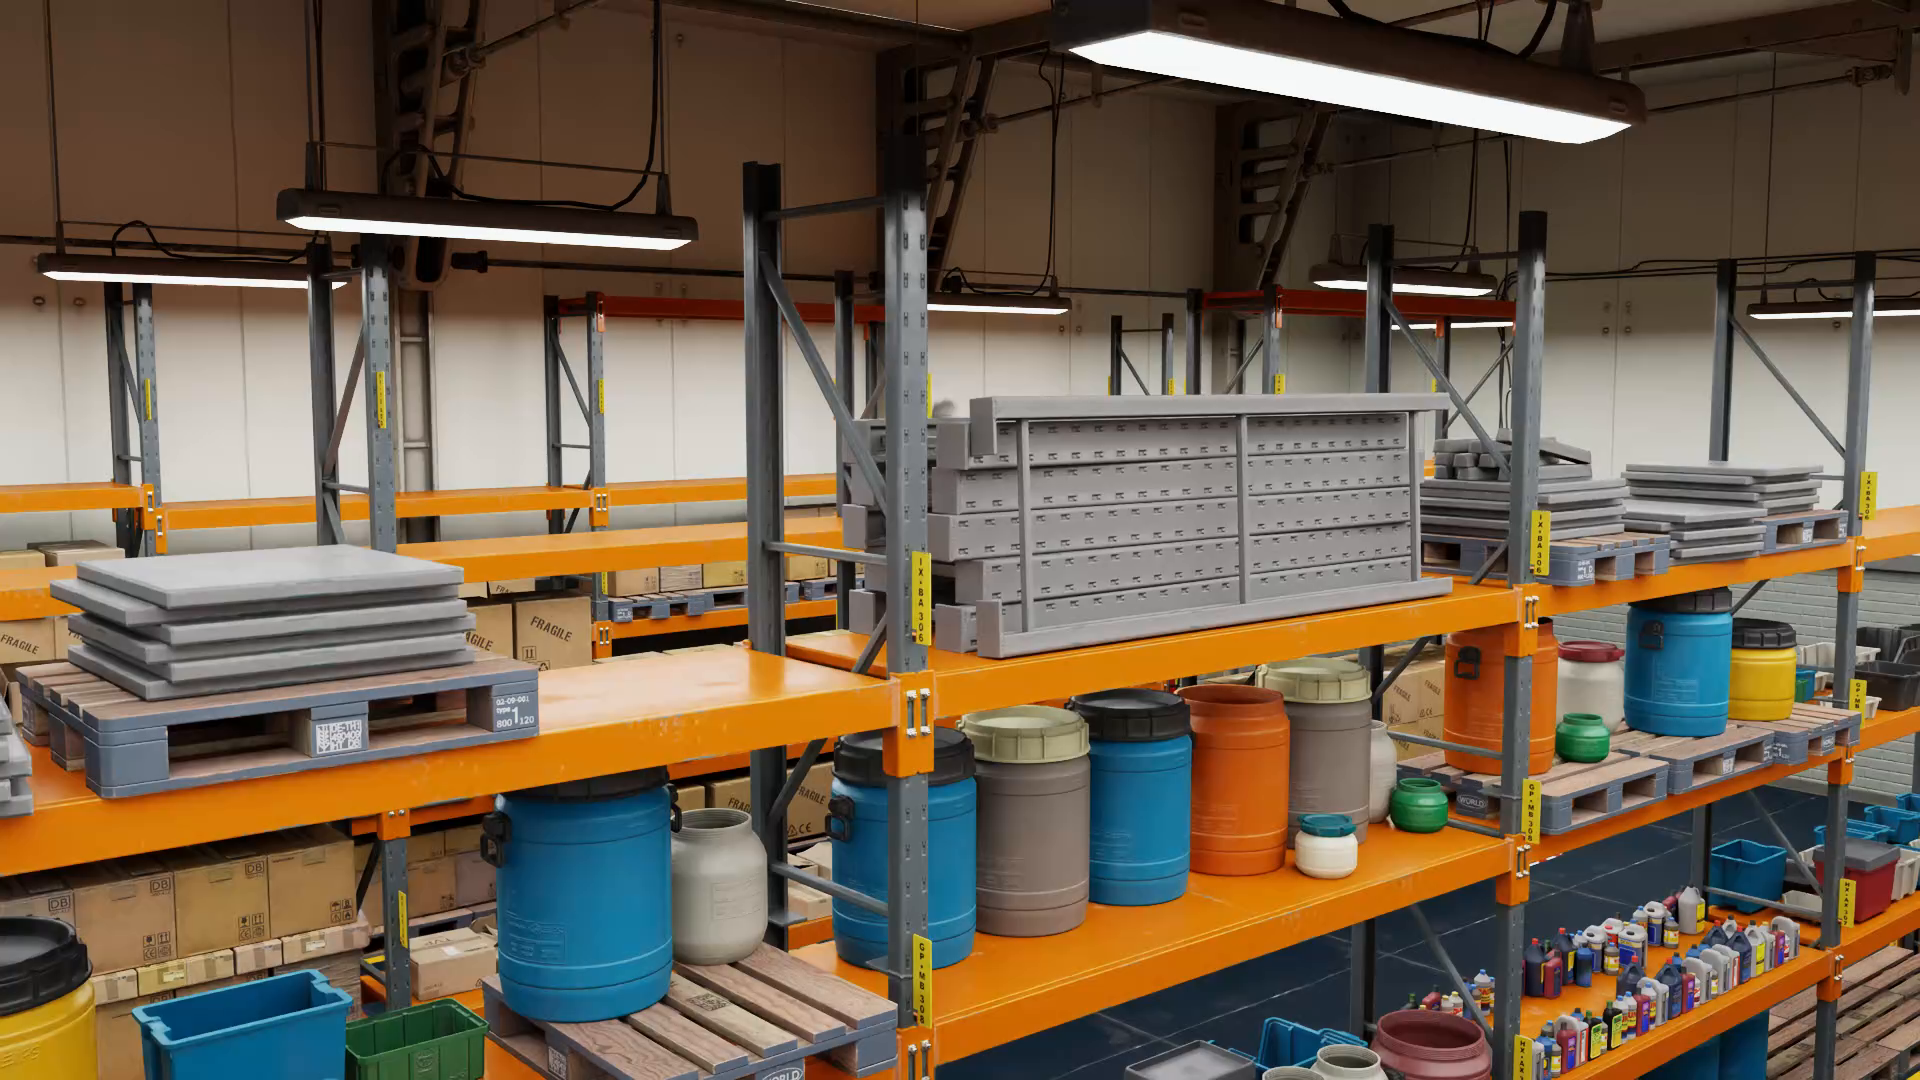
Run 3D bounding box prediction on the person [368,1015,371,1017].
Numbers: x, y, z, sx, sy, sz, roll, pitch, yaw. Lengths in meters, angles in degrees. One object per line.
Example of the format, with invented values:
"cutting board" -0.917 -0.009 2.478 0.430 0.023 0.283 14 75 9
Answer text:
"person" -4.575 3.195 12.134 0.914 1.655 0.615 -5 8 -44
